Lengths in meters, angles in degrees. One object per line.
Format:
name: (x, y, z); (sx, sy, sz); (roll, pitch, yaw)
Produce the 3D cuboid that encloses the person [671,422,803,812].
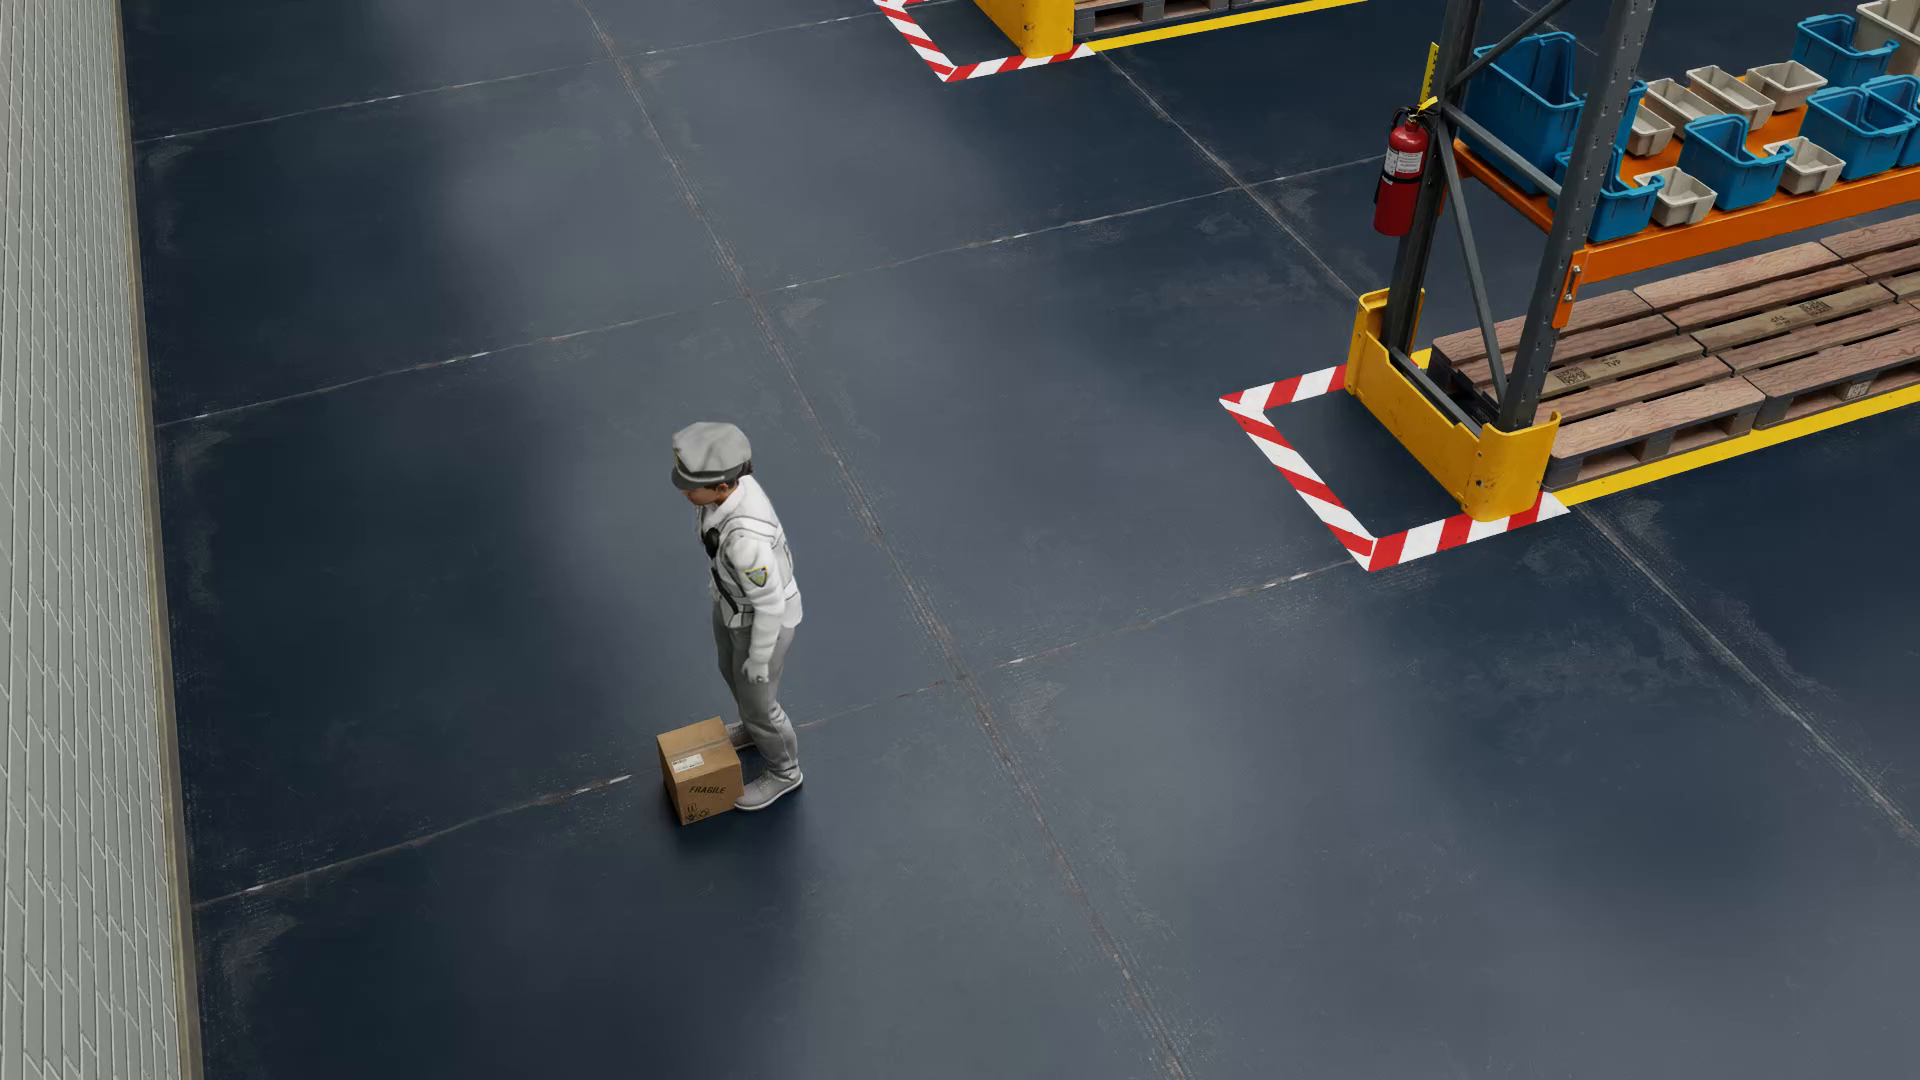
person: (-0.755, 0.271, 5.857); (0.376, 1.662, 0.527); (-15, 44, -17)
